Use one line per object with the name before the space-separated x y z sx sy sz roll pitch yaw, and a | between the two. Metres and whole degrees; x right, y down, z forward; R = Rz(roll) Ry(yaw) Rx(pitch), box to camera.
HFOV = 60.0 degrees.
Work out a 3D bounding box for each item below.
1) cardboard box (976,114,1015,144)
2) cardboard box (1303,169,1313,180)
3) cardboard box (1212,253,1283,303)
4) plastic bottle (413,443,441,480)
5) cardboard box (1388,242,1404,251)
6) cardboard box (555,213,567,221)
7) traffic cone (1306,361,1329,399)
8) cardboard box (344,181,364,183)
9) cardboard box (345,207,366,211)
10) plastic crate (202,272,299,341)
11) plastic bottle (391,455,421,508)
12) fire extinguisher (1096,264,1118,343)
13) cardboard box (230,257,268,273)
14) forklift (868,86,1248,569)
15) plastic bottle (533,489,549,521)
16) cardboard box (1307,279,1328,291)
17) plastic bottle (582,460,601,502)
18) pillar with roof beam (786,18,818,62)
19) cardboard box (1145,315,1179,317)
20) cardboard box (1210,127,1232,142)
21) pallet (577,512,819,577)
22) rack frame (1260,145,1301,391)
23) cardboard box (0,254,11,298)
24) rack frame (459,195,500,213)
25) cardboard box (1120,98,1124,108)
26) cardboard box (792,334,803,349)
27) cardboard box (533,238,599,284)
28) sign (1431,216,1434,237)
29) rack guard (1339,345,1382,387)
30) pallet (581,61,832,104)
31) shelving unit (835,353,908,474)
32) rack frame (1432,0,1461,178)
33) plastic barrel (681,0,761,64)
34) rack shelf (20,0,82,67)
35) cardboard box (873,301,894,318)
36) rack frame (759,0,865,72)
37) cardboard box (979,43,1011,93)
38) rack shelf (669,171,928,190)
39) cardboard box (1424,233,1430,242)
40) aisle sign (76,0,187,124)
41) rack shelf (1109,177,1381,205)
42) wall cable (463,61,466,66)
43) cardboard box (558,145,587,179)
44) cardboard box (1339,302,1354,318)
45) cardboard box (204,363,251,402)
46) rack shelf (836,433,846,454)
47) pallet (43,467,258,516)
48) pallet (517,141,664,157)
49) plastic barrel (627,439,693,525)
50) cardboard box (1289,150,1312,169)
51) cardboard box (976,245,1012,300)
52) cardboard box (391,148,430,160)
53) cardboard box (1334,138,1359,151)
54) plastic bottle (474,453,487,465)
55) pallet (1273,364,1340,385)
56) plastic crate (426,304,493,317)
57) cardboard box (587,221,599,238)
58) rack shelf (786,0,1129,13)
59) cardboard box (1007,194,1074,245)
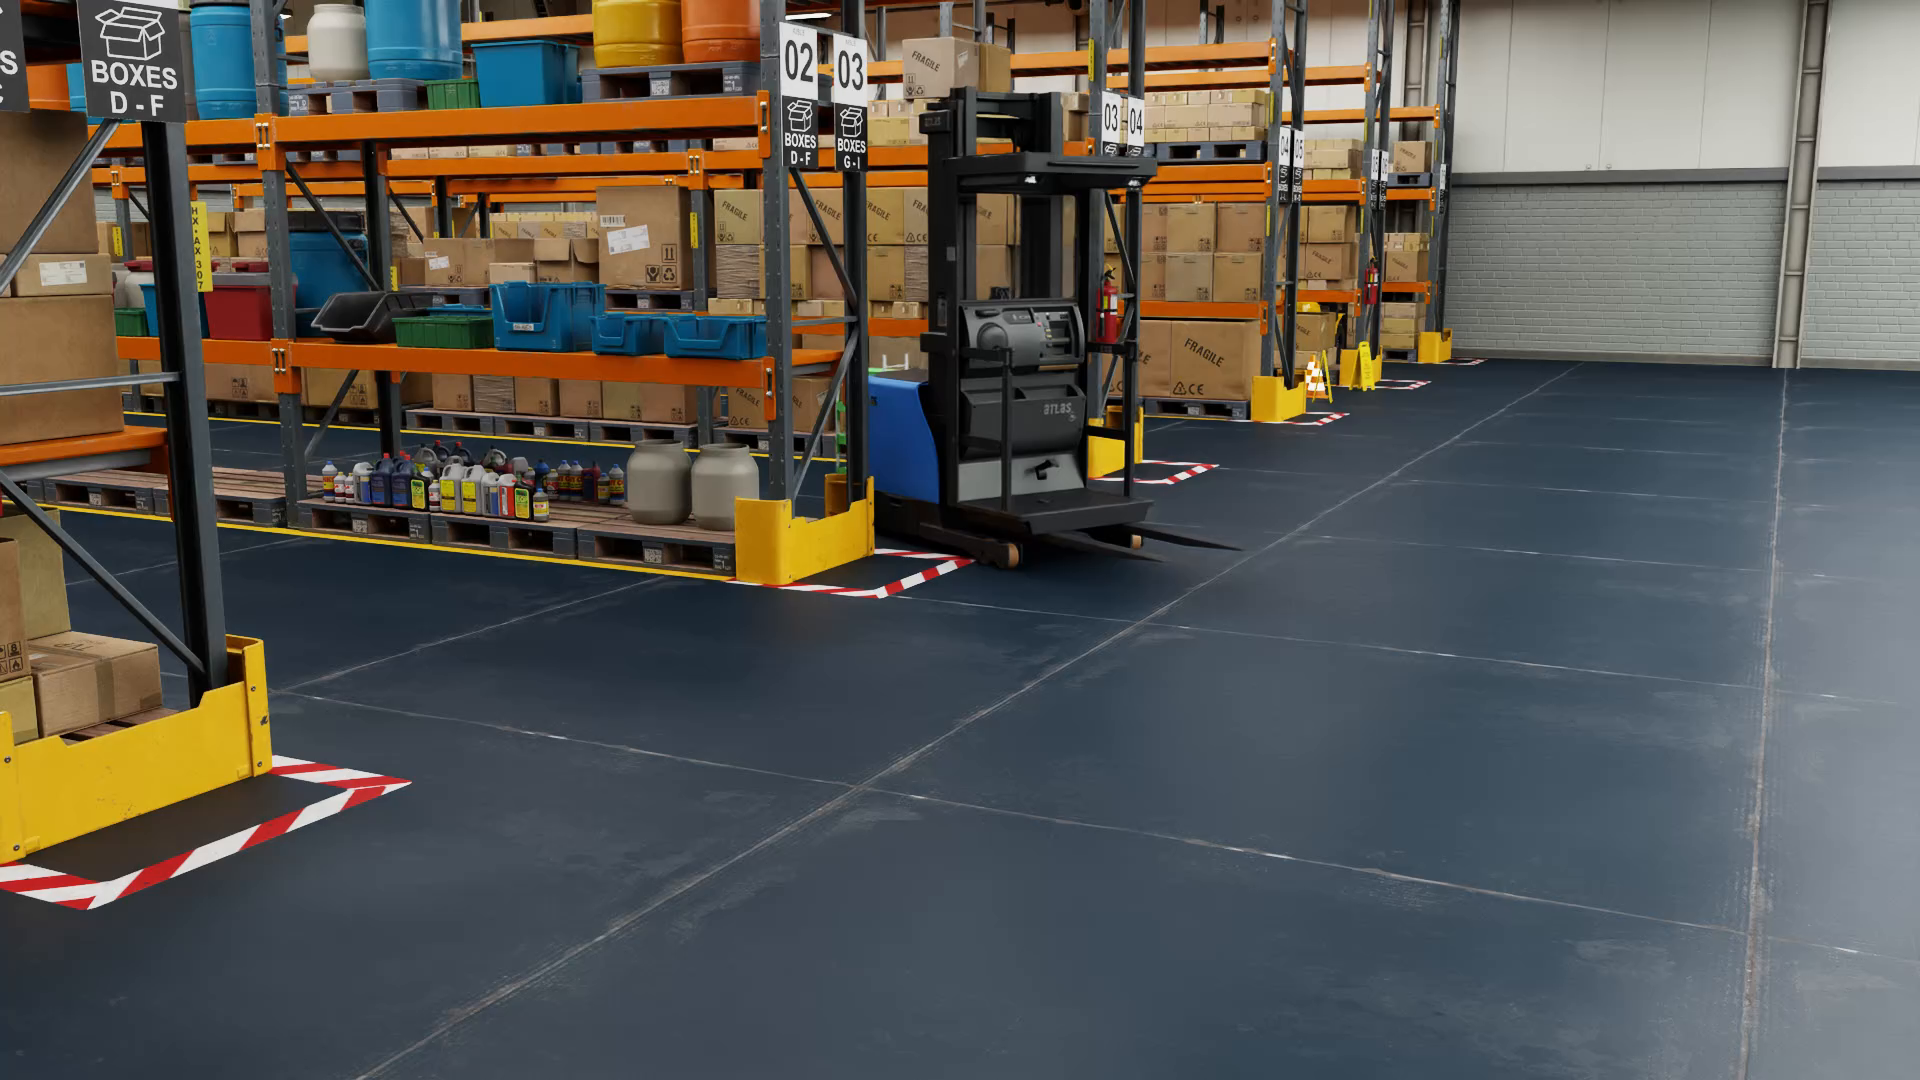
cardboard box | 0.344 -3.543 14.385 0.500 0.250 0.500 5 11 26
cardboard box | 4.818 -5.064 23.072 0.250 0.149 0.380 5 12 28
cardboard box | 3.270 -2.985 18.879 0.550 0.550 0.875 5 11 26
plastic bottle | -3.799 -0.514 11.852 0.185 0.351 0.144 5 11 26
cardboard box | 7.239 -4.847 27.487 0.250 0.149 0.380 5 12 27
cardboard box | -6.801 -5.595 28.812 0.250 0.149 0.380 5 11 26
traffic cone | 4.580 -2.063 21.330 0.334 0.463 0.336 5 11 26
cardboard box | -8.596 -5.314 24.166 0.500 0.250 0.500 5 11 25
cardboard box | -8.598 -4.599 24.293 0.500 0.500 0.500 5 12 27
plastic crate | -5.010 -1.650 11.744 0.583 0.464 0.402 5 11 26
plastic bottle | -3.731 -0.397 11.206 0.185 0.351 0.144 4 11 23
fire extinguisher | 1.237 -1.984 13.989 0.183 0.674 0.296 5 11 26
cardboard box | -7.756 -2.905 18.576 0.500 0.500 0.500 5 12 27
forklift | 0.535 -1.359 10.510 1.130 2.935 3.031 -7 12 -35
plastic bottle | -2.695 -0.228 10.690 0.097 0.201 0.097 0 10 0
cardboard box | 5.016 -3.562 23.192 0.250 0.149 0.380 5 11 25
plastic bottle | -2.537 -0.407 11.449 0.133 0.283 0.061 5 12 27
pillar with roof beam | -4.976 -7.890 29.555 0.548 9.000 9.100 5 11 26
cardboard box | 3.031 -3.096 24.348 0.500 0.500 0.500 6 12 28
cardboard box | 2.949 -4.489 18.436 0.250 0.149 0.380 5 11 26
pallet | -1.669 -0.005 10.666 1.213 0.211 1.003 5 11 26
rack frame | 3.623 -2.889 18.771 0.127 3.000 1.000 5 11 26
cardboard box | -3.476 -0.891 5.630 0.250 0.149 0.380 5 11 25
rack frame | -8.626 -4.948 30.150 0.127 3.000 1.000 5 11 26
cardboard box | 1.803 -4.982 18.920 0.250 0.149 0.380 5 11 26
cardboard box | -2.259 -2.488 21.695 0.750 0.750 1.050 5 11 27
cardboard box | -3.845 -2.799 16.806 0.637 0.503 0.797 6 12 32
sign | 7.663 -5.081 26.968 0.005 0.325 0.100 5 11 26
rack guard | 5.655 -2.464 23.439 0.348 0.500 1.175 5 11 26
pallet | -1.552 -2.778 10.264 1.213 0.211 1.003 5 11 26
shelving unit | -0.637 -0.751 12.012 0.503 1.200 0.258 9 14 42
rack frame | 7.916 -7.433 27.031 0.127 3.000 1.000 5 11 26
plastic barrel | -1.346 -3.226 9.824 0.708 0.830 0.600 5 11 26
rack shelf | -4.842 -1.803 6.366 4.000 0.370 1.077 5 11 26
cardboard box | -0.594 -2.103 15.133 0.250 0.149 0.380 5 11 26
rack frame | -0.854 -4.266 9.533 0.127 3.000 1.000 5 11 26
cardboard box | 0.126 -4.183 14.976 0.500 0.500 0.500 5 11 26
rack shelf | -1.758 -4.484 21.180 4.000 0.370 1.077 5 11 26
cardboard box | 7.709 -5.056 27.807 0.250 0.149 0.380 5 11 25
aisle sign | -2.854 -1.846 5.708 0.004 0.787 0.394 5 11 26
rack shelf | 3.929 -4.967 23.851 4.000 0.370 1.077 5 11 26
wall cable | -10.928 -12.080 37.089 0.133 3.039 2.988 5 11 26
cardboard box | -5.076 -5.127 22.430 0.500 0.500 0.500 5 11 26
cardboard box | 6.447 -3.890 28.037 0.500 0.250 0.500 5 11 27
cardboard box | -8.039 -2.094 19.165 0.875 0.875 1.225 5 11 24
rack shelf | -0.637 -0.688 12.023 0.480 0.148 0.258 9 14 42
pallet | -6.260 -0.409 12.895 1.213 0.211 1.003 5 11 26
pallet | -3.687 -3.951 16.741 1.003 0.211 1.213 5 11 26
plastic barrel | -1.927 -0.376 10.689 0.421 0.512 0.421 0 10 0
cardboard box | 4.700 -5.276 23.120 0.500 0.250 0.500 5 11 25
cardboard box | 0.355 -2.368 14.778 0.500 0.500 0.875 5 11 26
cardboard box | -5.527 -4.060 17.238 0.500 0.250 0.500 5 12 27
cardboard box | 5.289 -5.412 22.754 0.250 0.149 0.380 5 11 26
plastic bottle | -3.399 -0.483 11.868 0.133 0.283 0.061 6 12 30
pallet | 4.942 -2.391 23.850 1.213 0.211 1.003 5 11 26
plastic crate | -3.328 -1.512 11.580 0.616 0.251 0.499 5 11 26
cardboard box | -6.035 -5.209 28.500 0.500 0.500 0.500 5 11 25
rack shelf | -0.456 -4.859 14.839 4.000 0.370 1.077 5 11 26
cardboard box | 0.735 -2.796 14.335 0.500 0.500 0.500 5 11 26
